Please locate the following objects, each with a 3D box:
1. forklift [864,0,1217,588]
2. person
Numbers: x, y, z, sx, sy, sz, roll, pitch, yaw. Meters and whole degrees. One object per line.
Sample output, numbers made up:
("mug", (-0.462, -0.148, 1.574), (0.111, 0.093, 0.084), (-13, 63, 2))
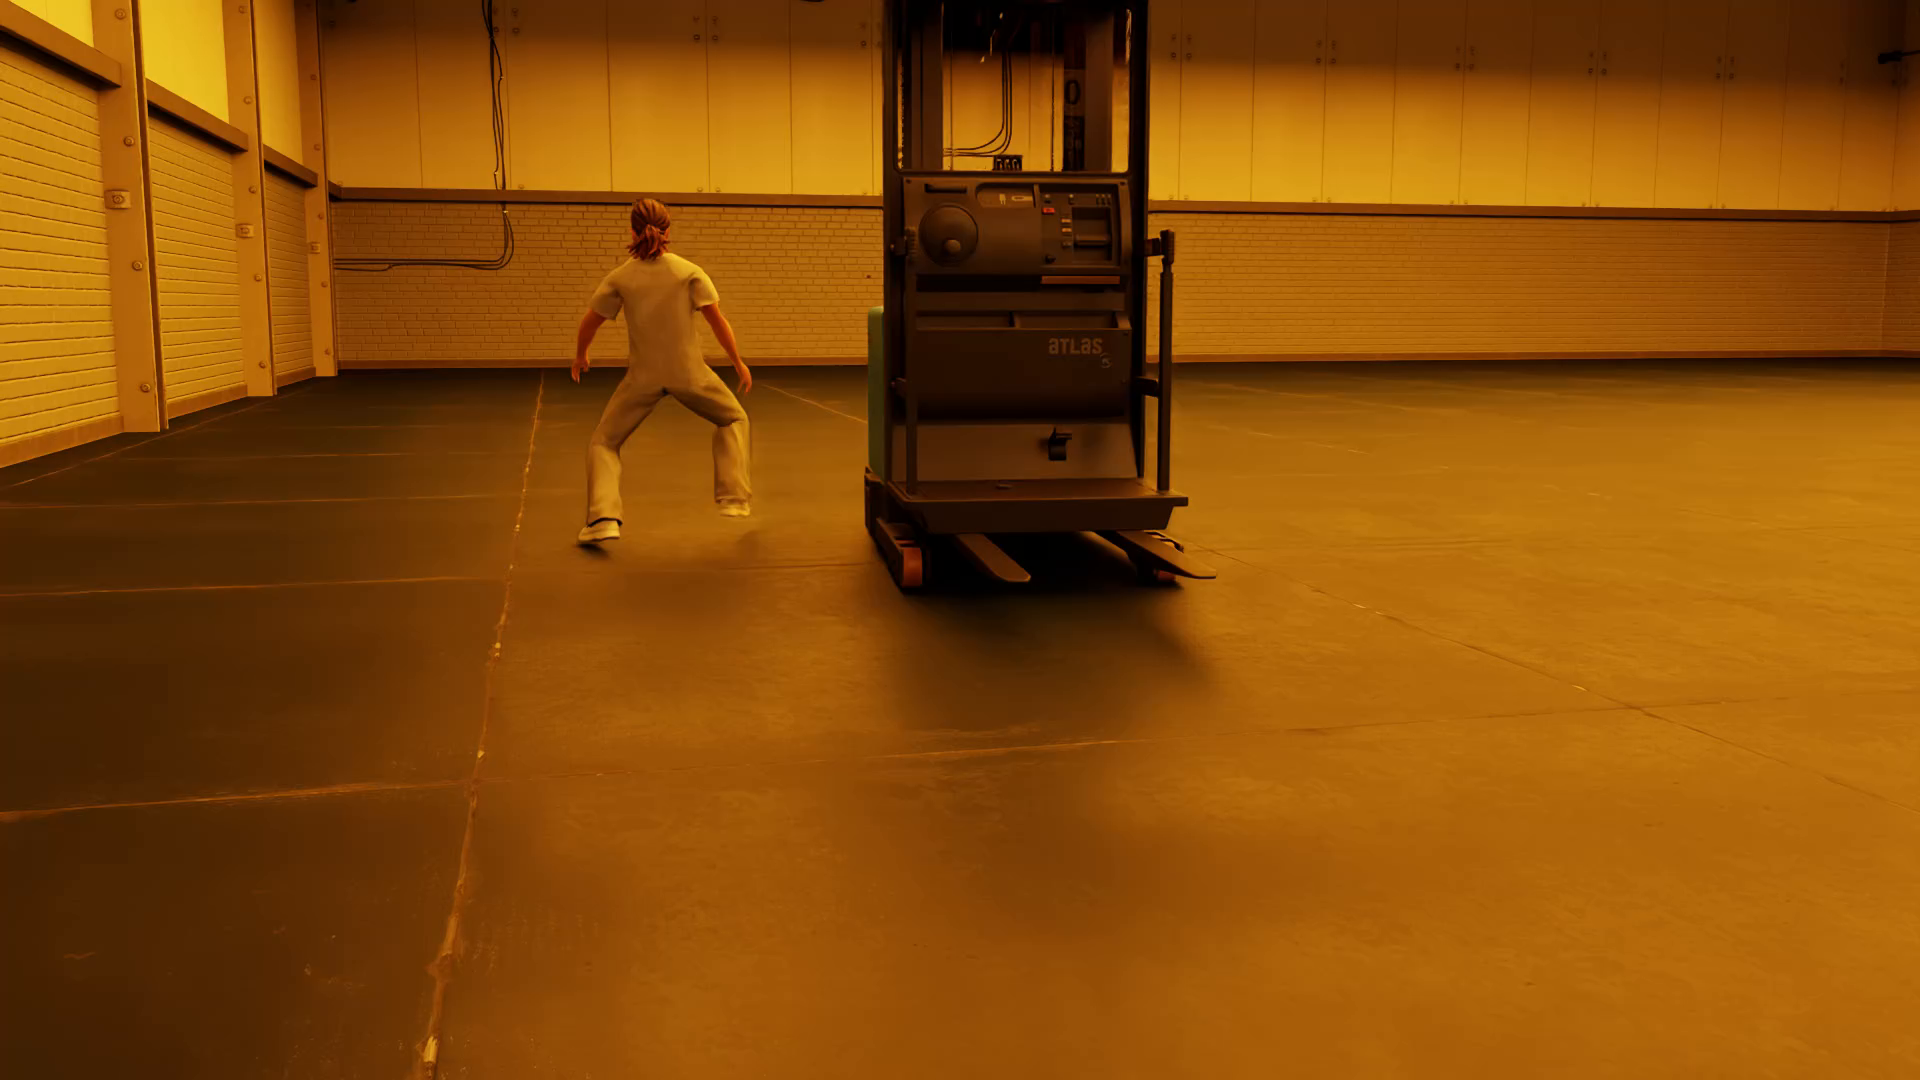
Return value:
("forklift", (0.266, -1.316, 6.536), (1.130, 2.935, 3.031), (-1, 8, -8))
("person", (-1.380, -0.774, 7.569), (0.850, 1.531, 0.664), (0, 8, -1))
